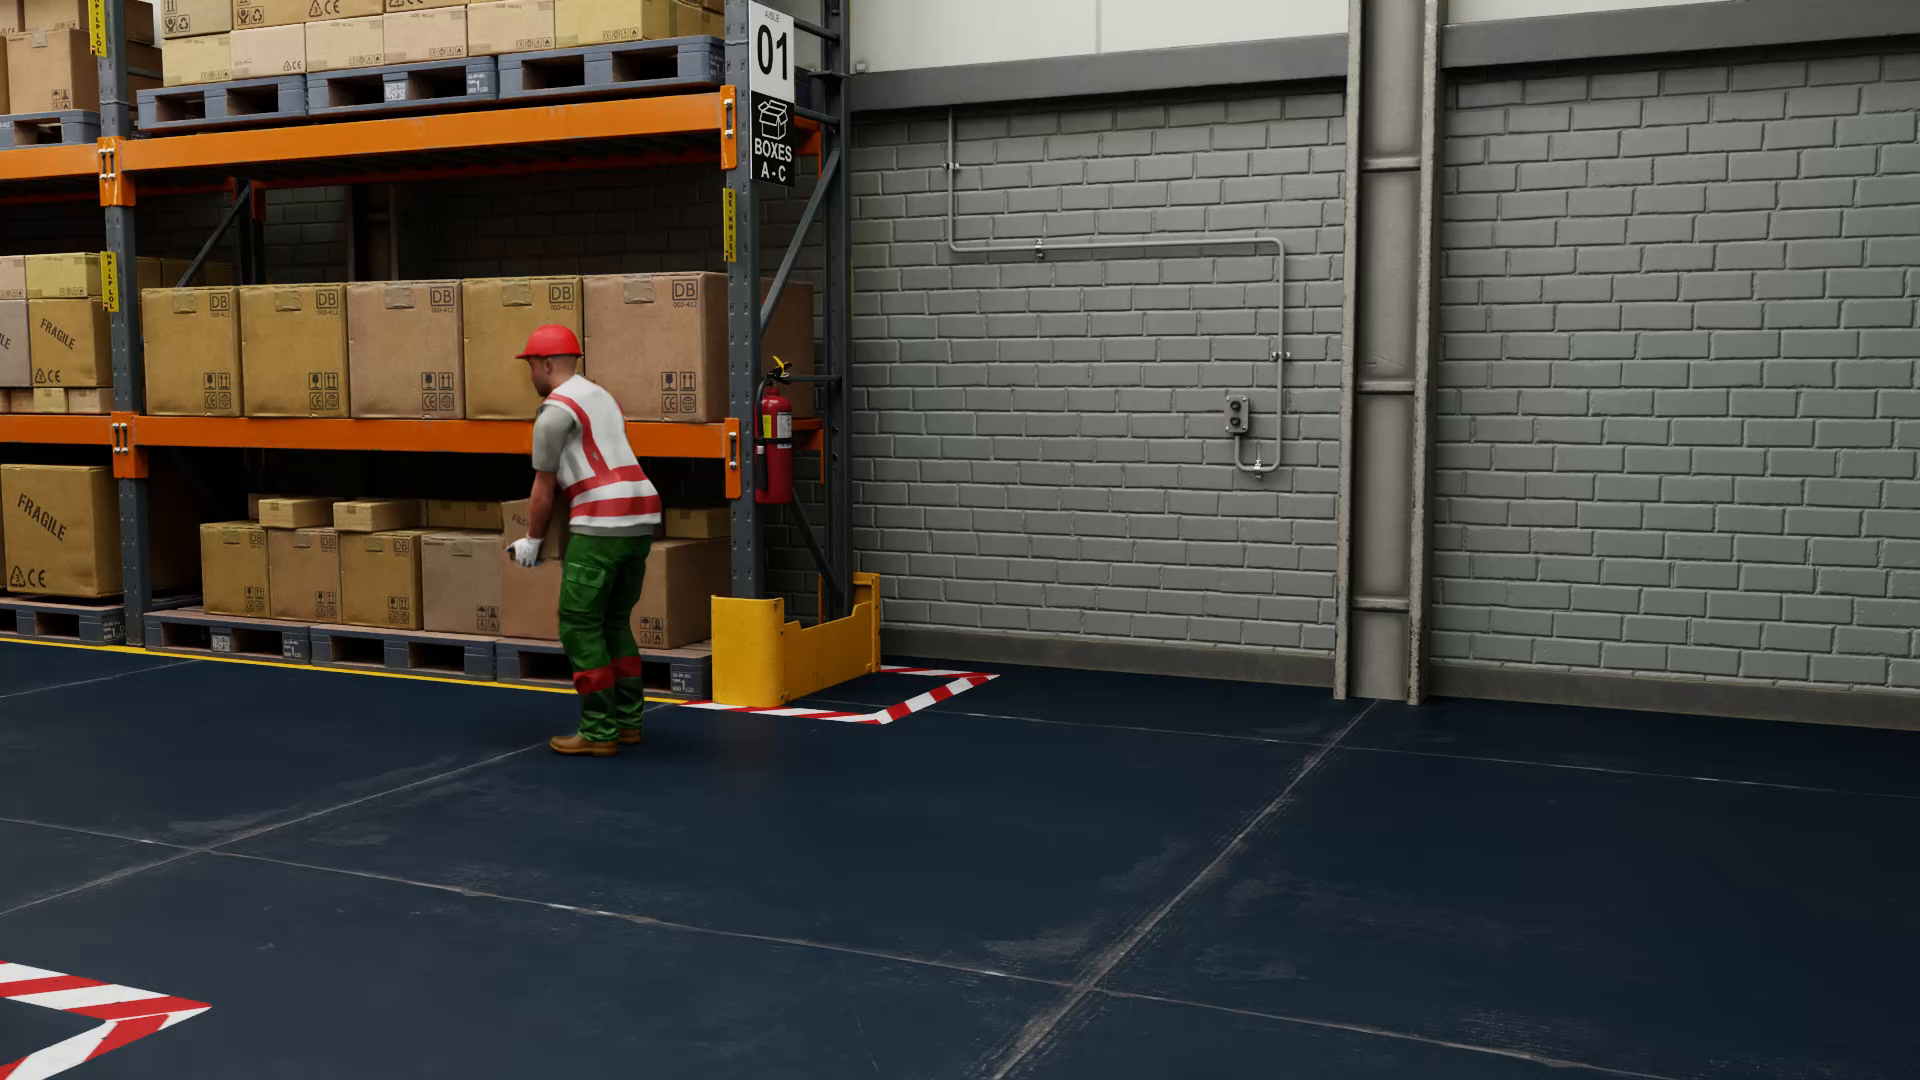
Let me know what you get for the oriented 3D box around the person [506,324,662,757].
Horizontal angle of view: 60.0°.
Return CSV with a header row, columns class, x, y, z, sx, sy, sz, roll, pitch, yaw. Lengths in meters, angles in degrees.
class,x,y,z,sx,sy,sz,roll,pitch,yaw
person,-1.529,-0.009,6.764,0.598,1.726,0.481,2,6,23
